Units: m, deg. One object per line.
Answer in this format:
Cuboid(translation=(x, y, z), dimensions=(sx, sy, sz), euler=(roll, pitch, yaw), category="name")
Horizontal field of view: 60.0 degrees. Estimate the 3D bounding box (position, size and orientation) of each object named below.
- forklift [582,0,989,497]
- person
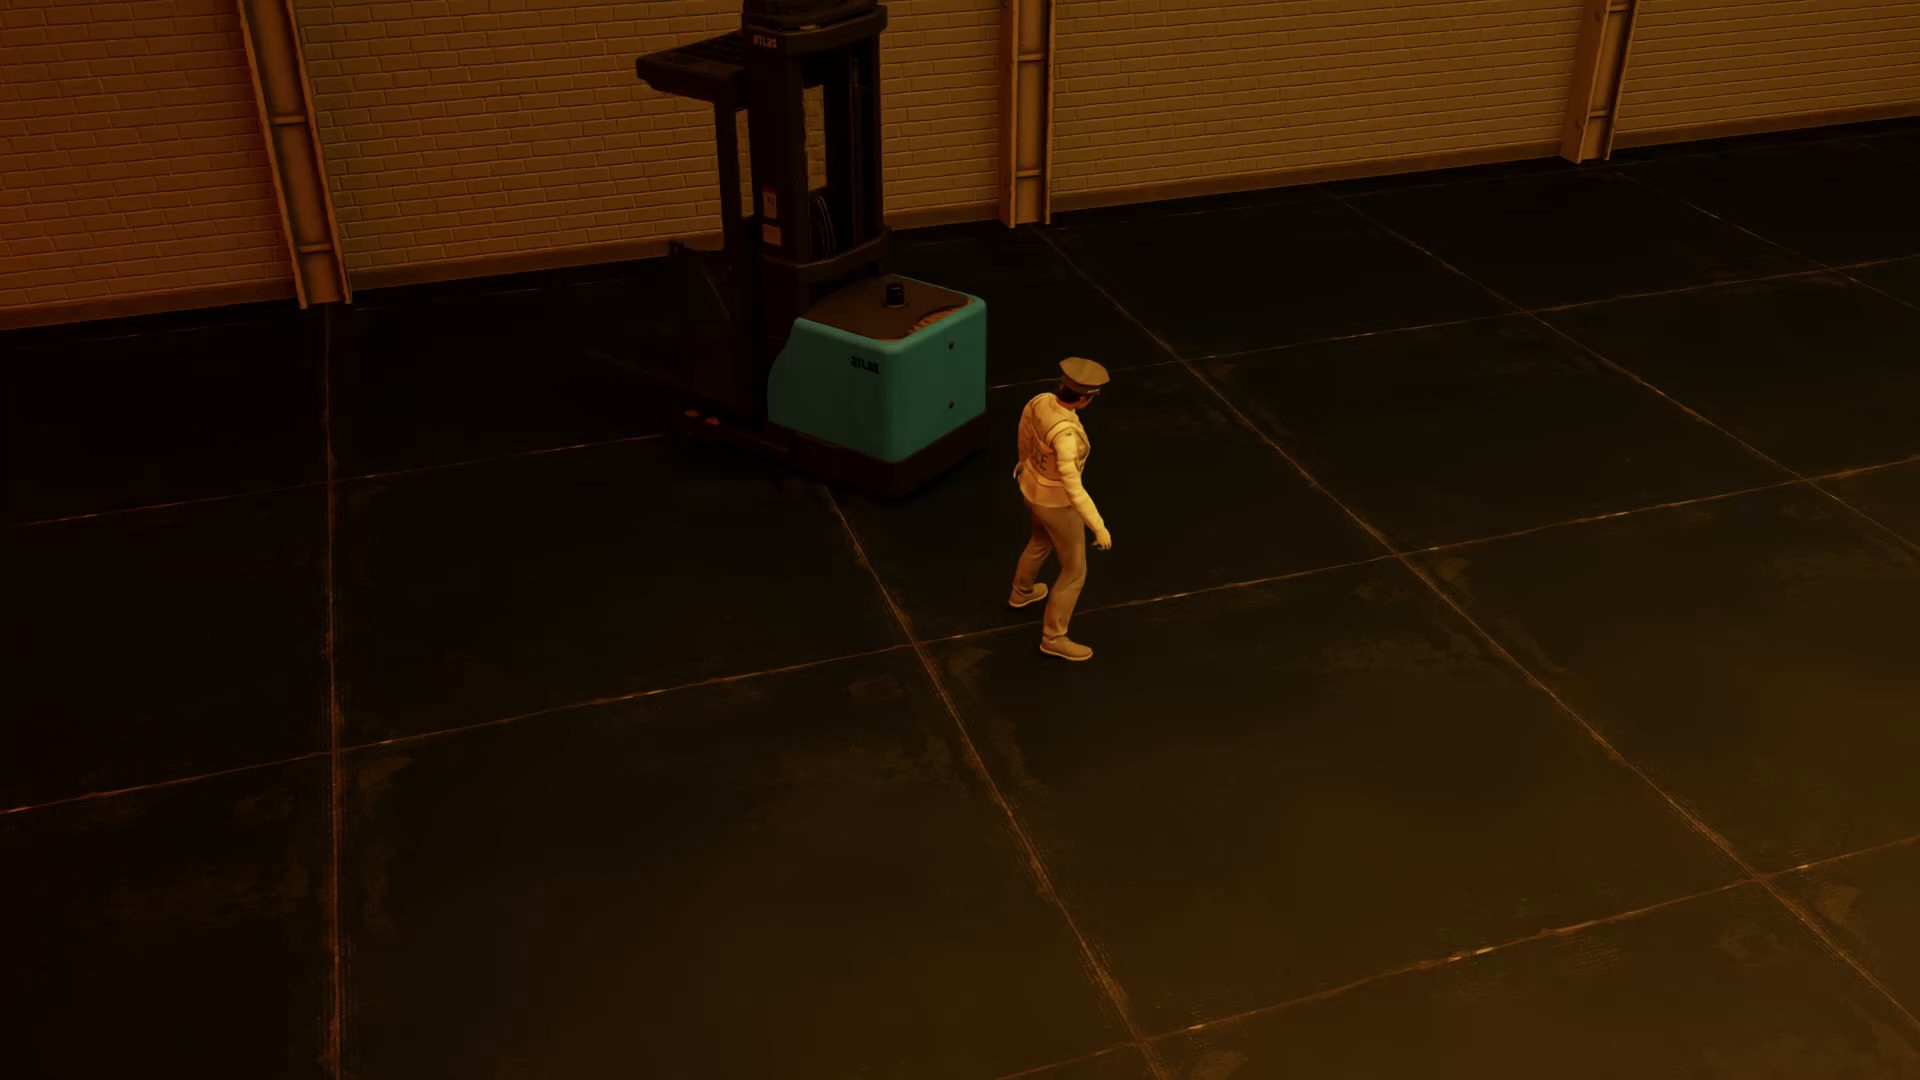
Cuboid(translation=(-1.300, -2.114, 10.761), dimensions=(3.031, 2.935, 1.130), euler=(20, 36, 31), category="forklift")
Cuboid(translation=(0.522, -0.212, 8.773), dimensions=(0.388, 1.633, 0.838), euler=(-9, 31, -16), category="person")
